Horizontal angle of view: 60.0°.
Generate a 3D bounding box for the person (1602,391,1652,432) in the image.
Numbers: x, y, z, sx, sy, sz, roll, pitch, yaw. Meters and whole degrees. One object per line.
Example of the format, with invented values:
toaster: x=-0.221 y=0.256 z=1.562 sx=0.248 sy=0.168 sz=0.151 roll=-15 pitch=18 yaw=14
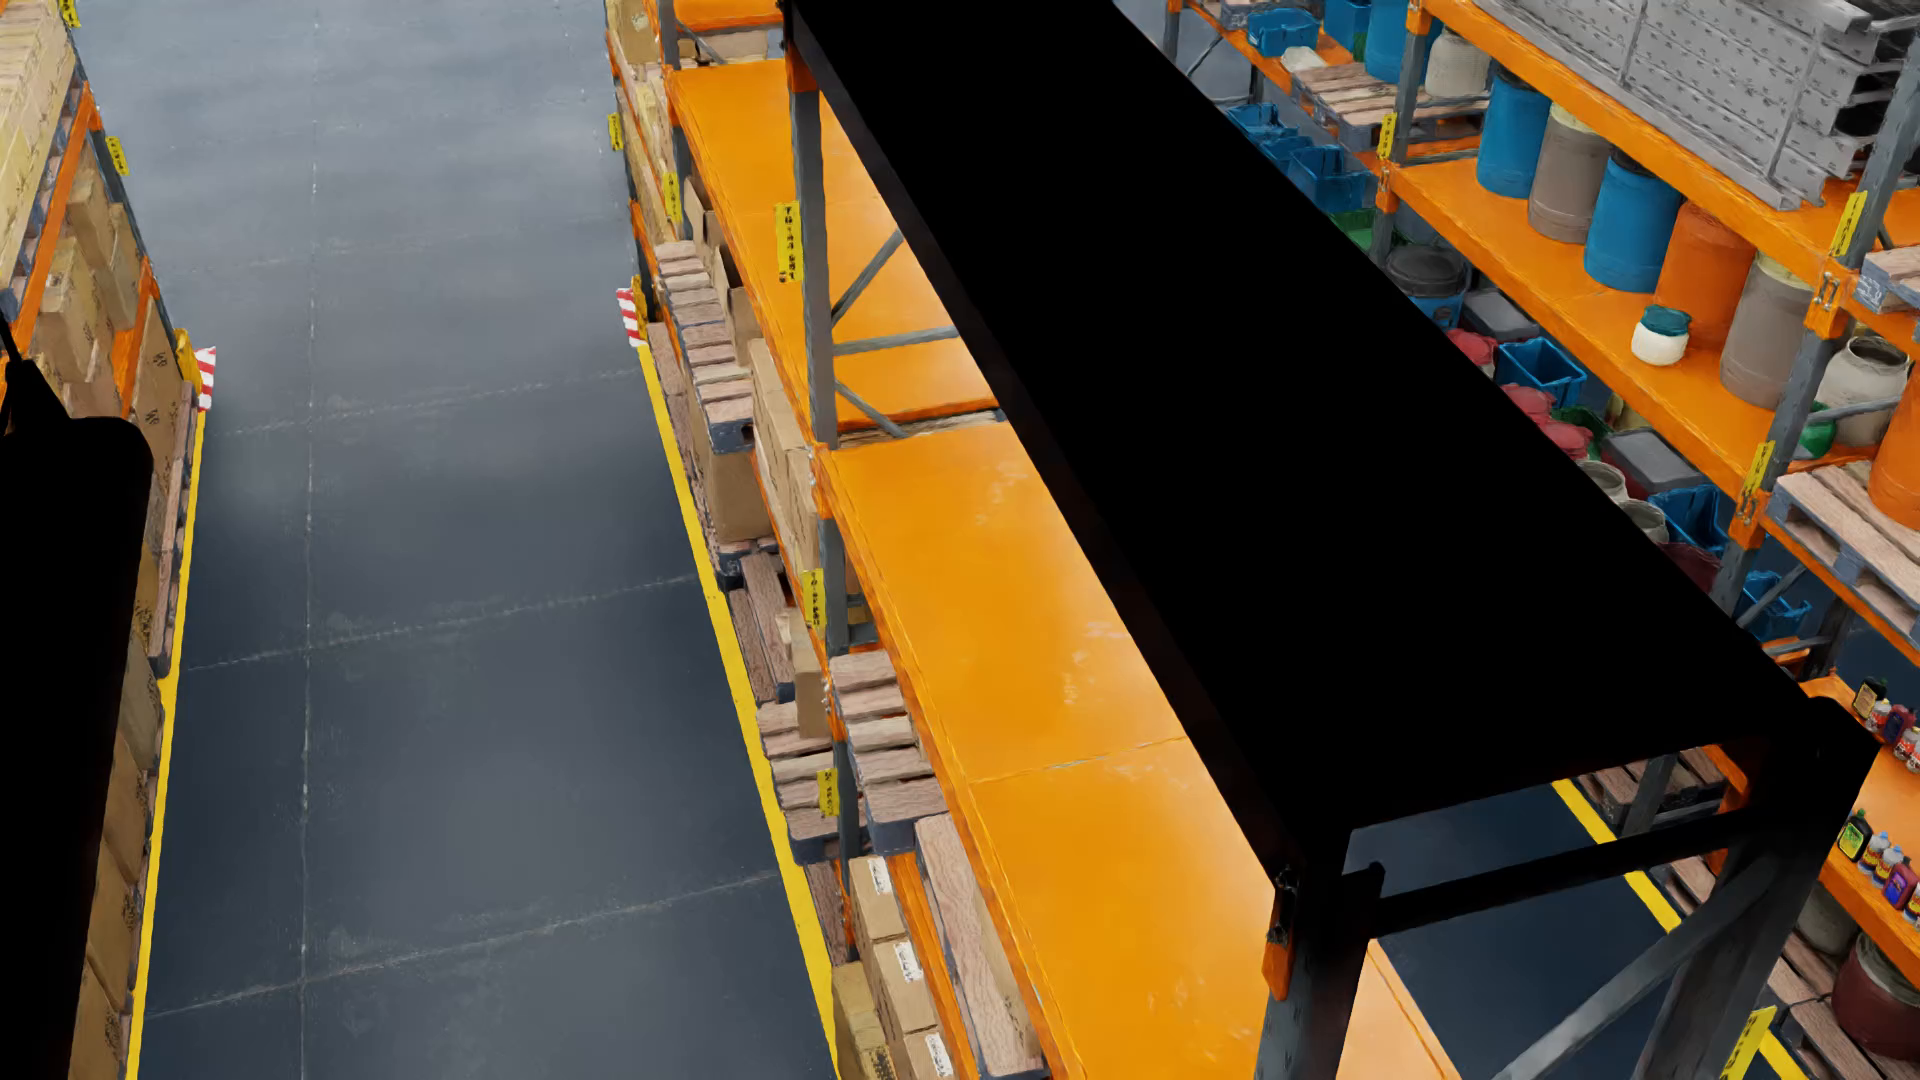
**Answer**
person: x=4.951 y=-0.667 z=12.359 sx=0.464 sy=1.619 sz=0.926 roll=-1 pitch=38 yaw=-1
